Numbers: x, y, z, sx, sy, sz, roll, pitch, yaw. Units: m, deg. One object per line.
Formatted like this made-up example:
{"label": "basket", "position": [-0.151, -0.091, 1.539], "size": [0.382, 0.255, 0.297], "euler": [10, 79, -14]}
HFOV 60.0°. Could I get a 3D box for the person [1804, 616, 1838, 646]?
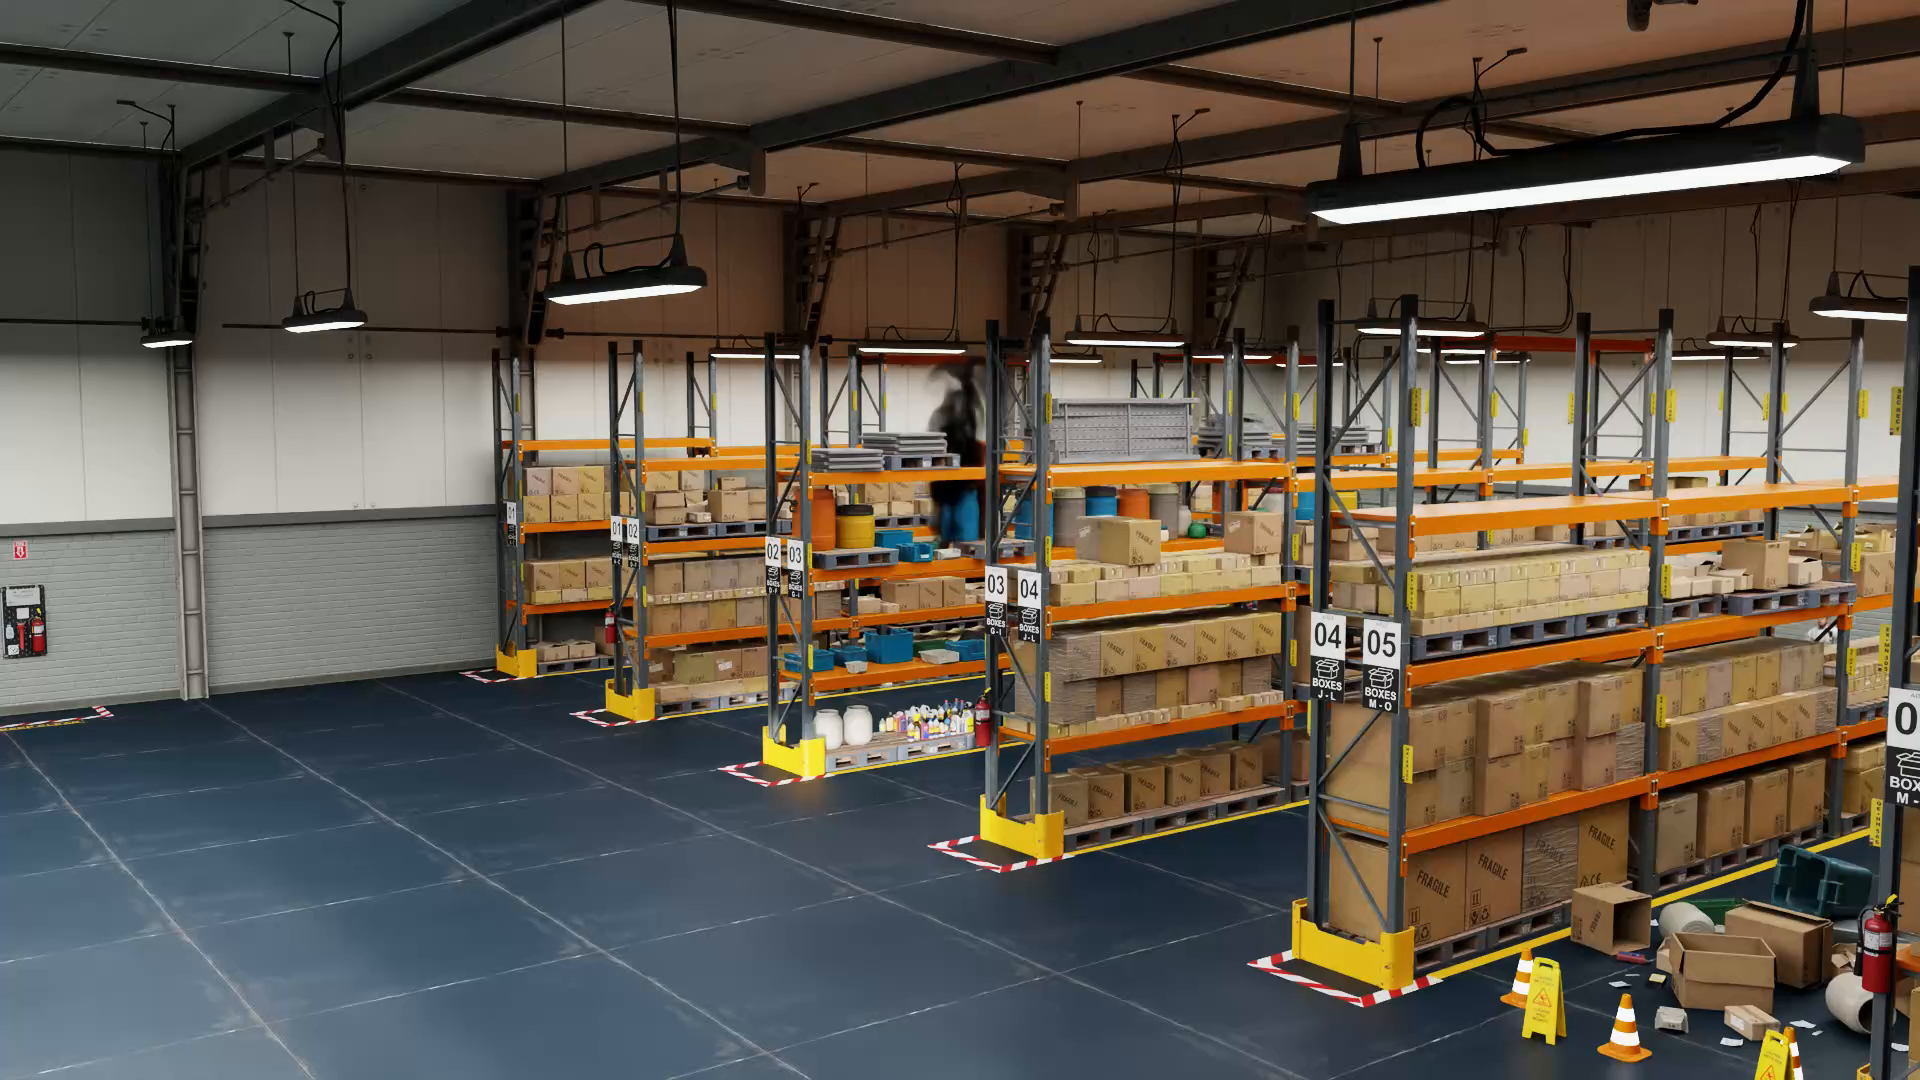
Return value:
{"label": "person", "position": [14.139, 1.964, 27.205], "size": [0.668, 1.631, 0.497], "euler": [4, 6, 39]}
